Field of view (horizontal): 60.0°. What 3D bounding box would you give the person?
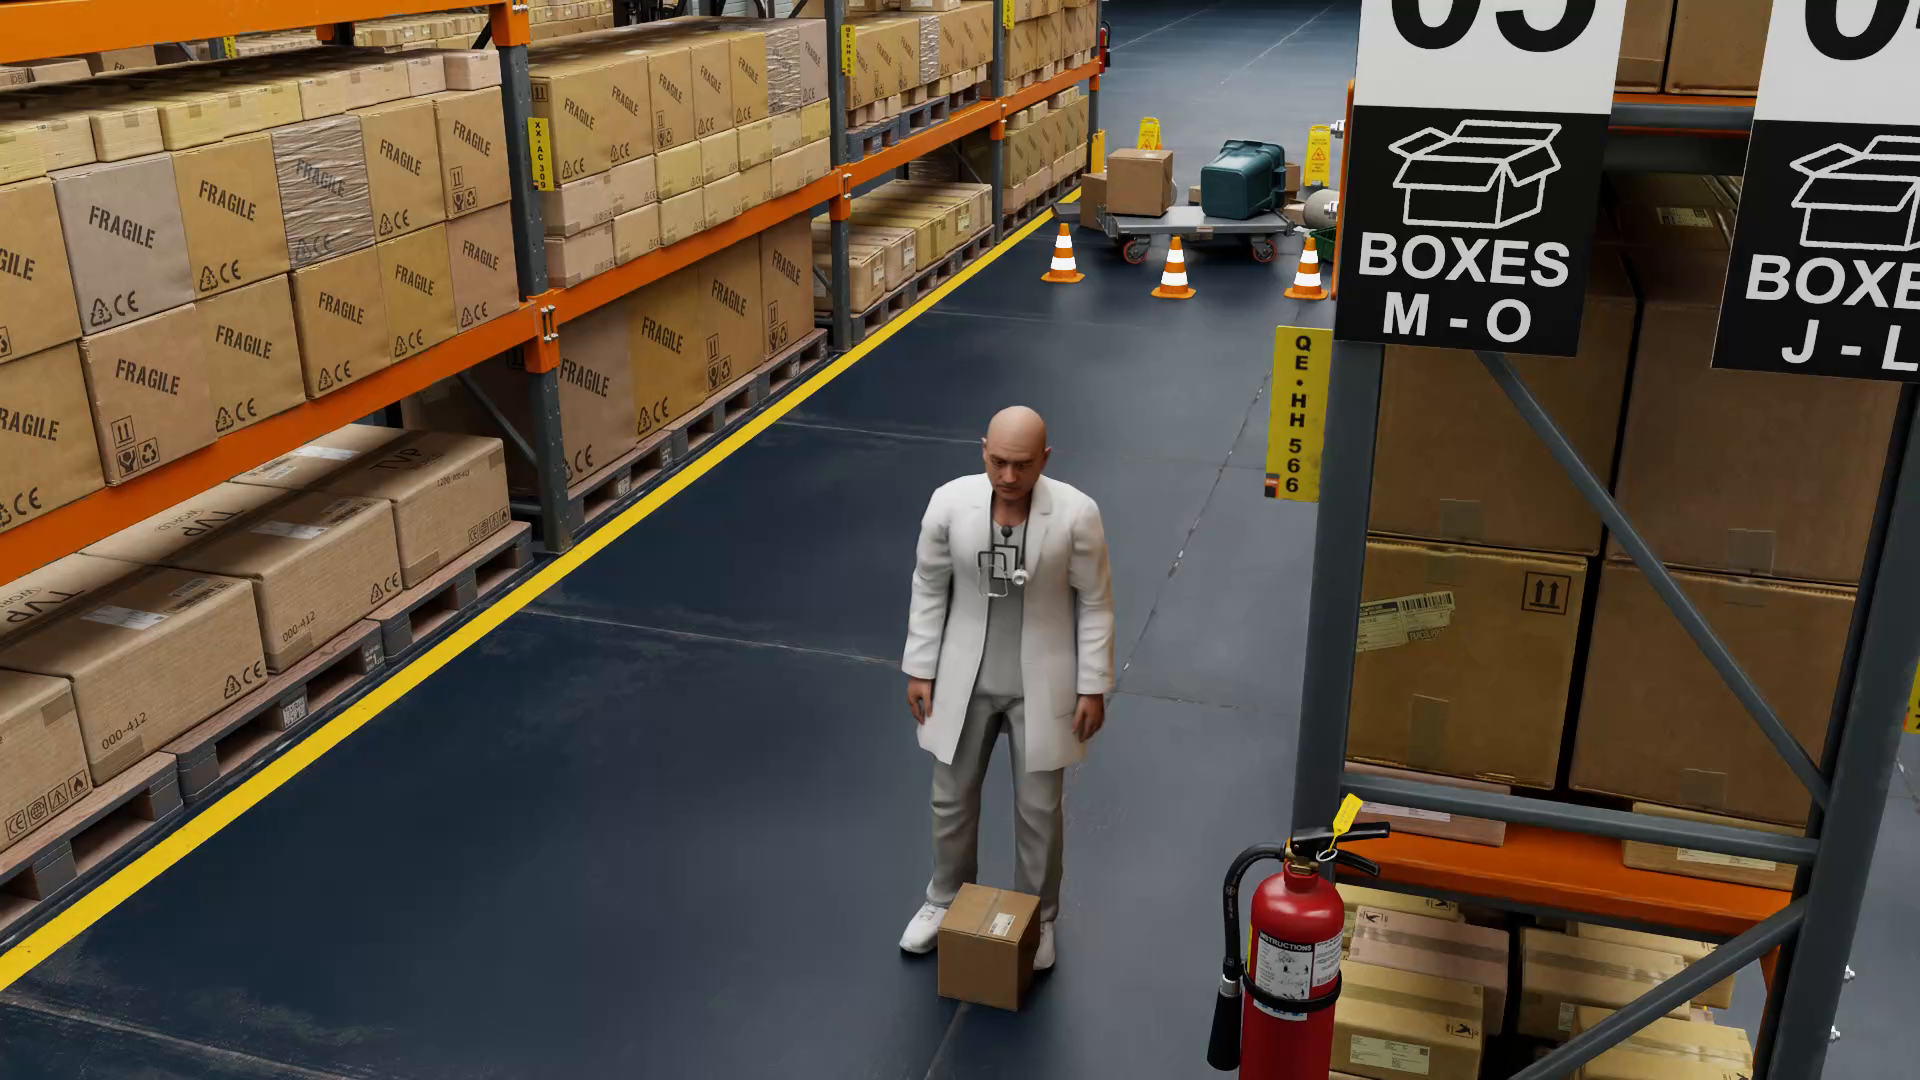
[{"bbox_3d":[0.141,0.437,5.007,0.647,1.772,0.433,4,22,11],"label":"person"}]
